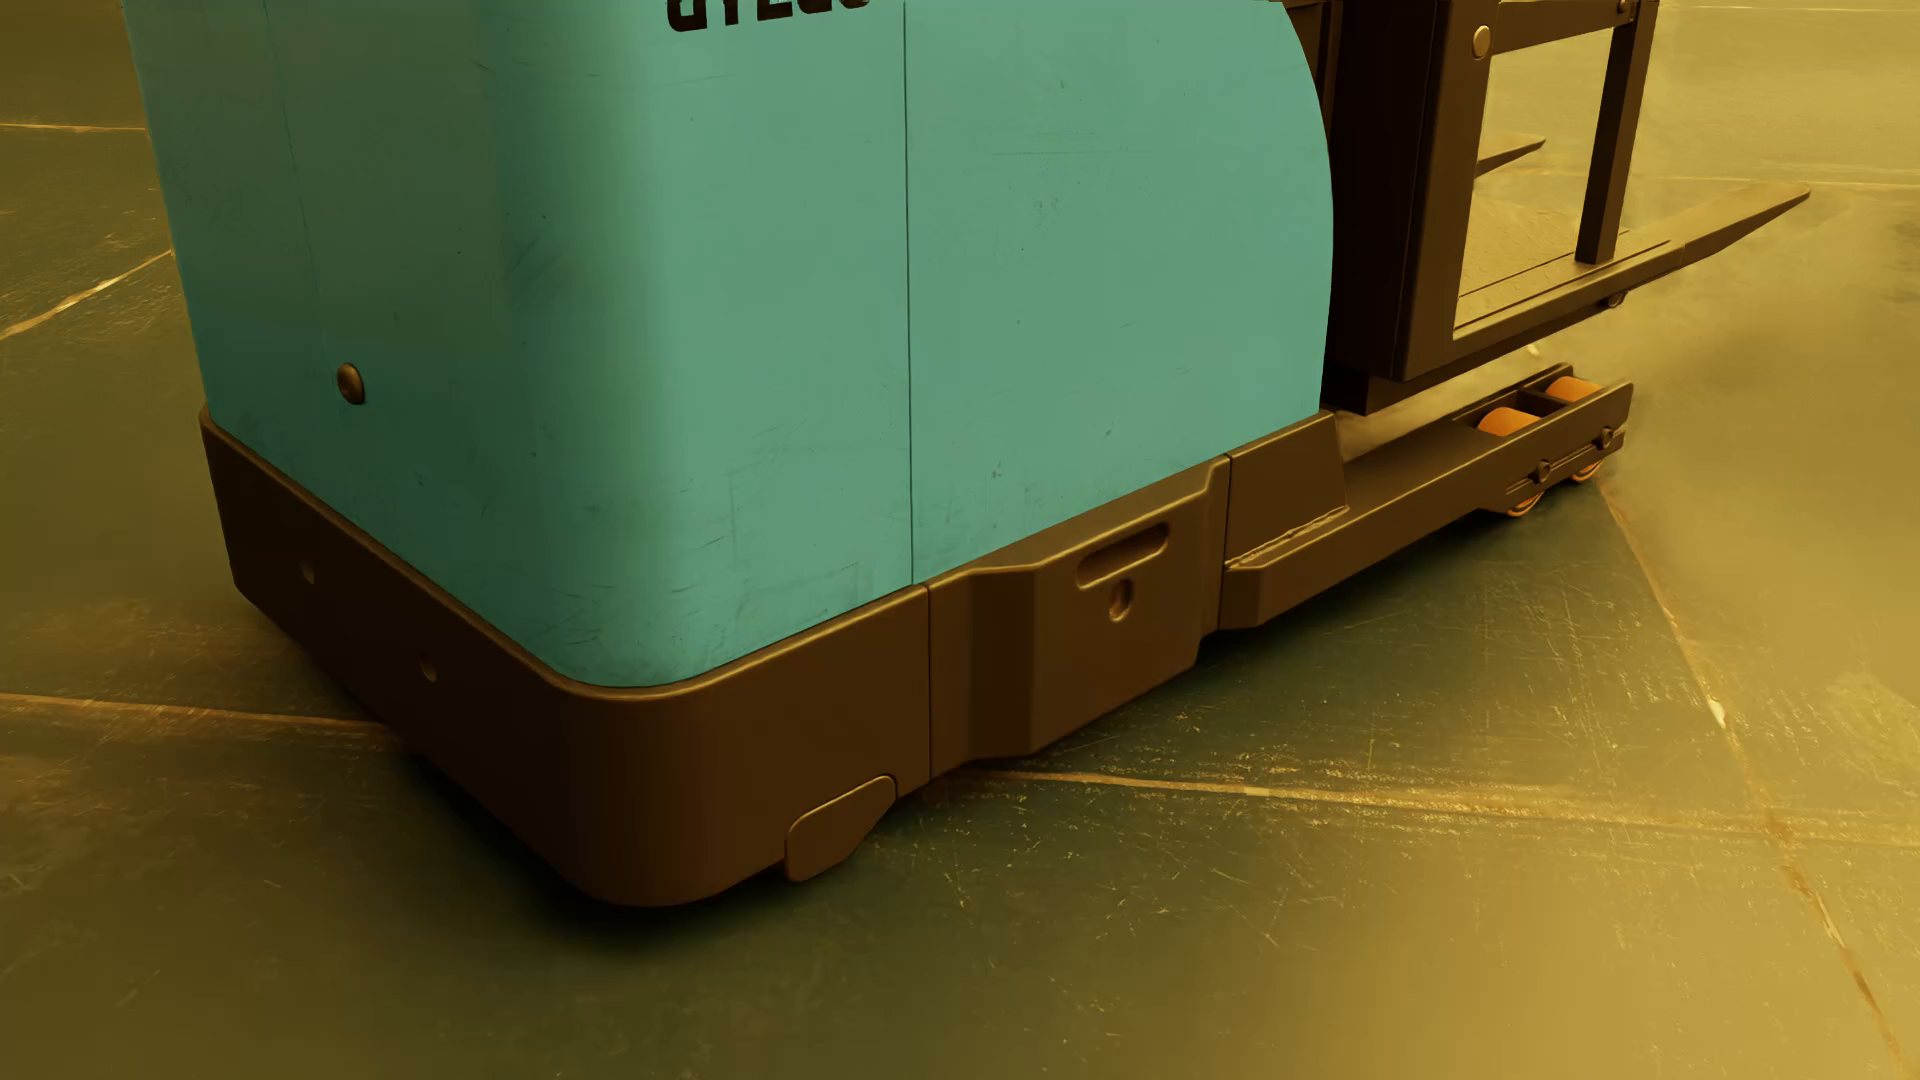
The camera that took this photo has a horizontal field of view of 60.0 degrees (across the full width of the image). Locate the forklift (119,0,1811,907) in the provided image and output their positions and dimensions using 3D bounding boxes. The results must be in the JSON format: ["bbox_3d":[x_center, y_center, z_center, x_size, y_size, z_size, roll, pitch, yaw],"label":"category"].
[{"bbox_3d":[0.444,-1.500,2.223,3.031,2.935,1.130,-22,34,-37],"label":"forklift"}]
